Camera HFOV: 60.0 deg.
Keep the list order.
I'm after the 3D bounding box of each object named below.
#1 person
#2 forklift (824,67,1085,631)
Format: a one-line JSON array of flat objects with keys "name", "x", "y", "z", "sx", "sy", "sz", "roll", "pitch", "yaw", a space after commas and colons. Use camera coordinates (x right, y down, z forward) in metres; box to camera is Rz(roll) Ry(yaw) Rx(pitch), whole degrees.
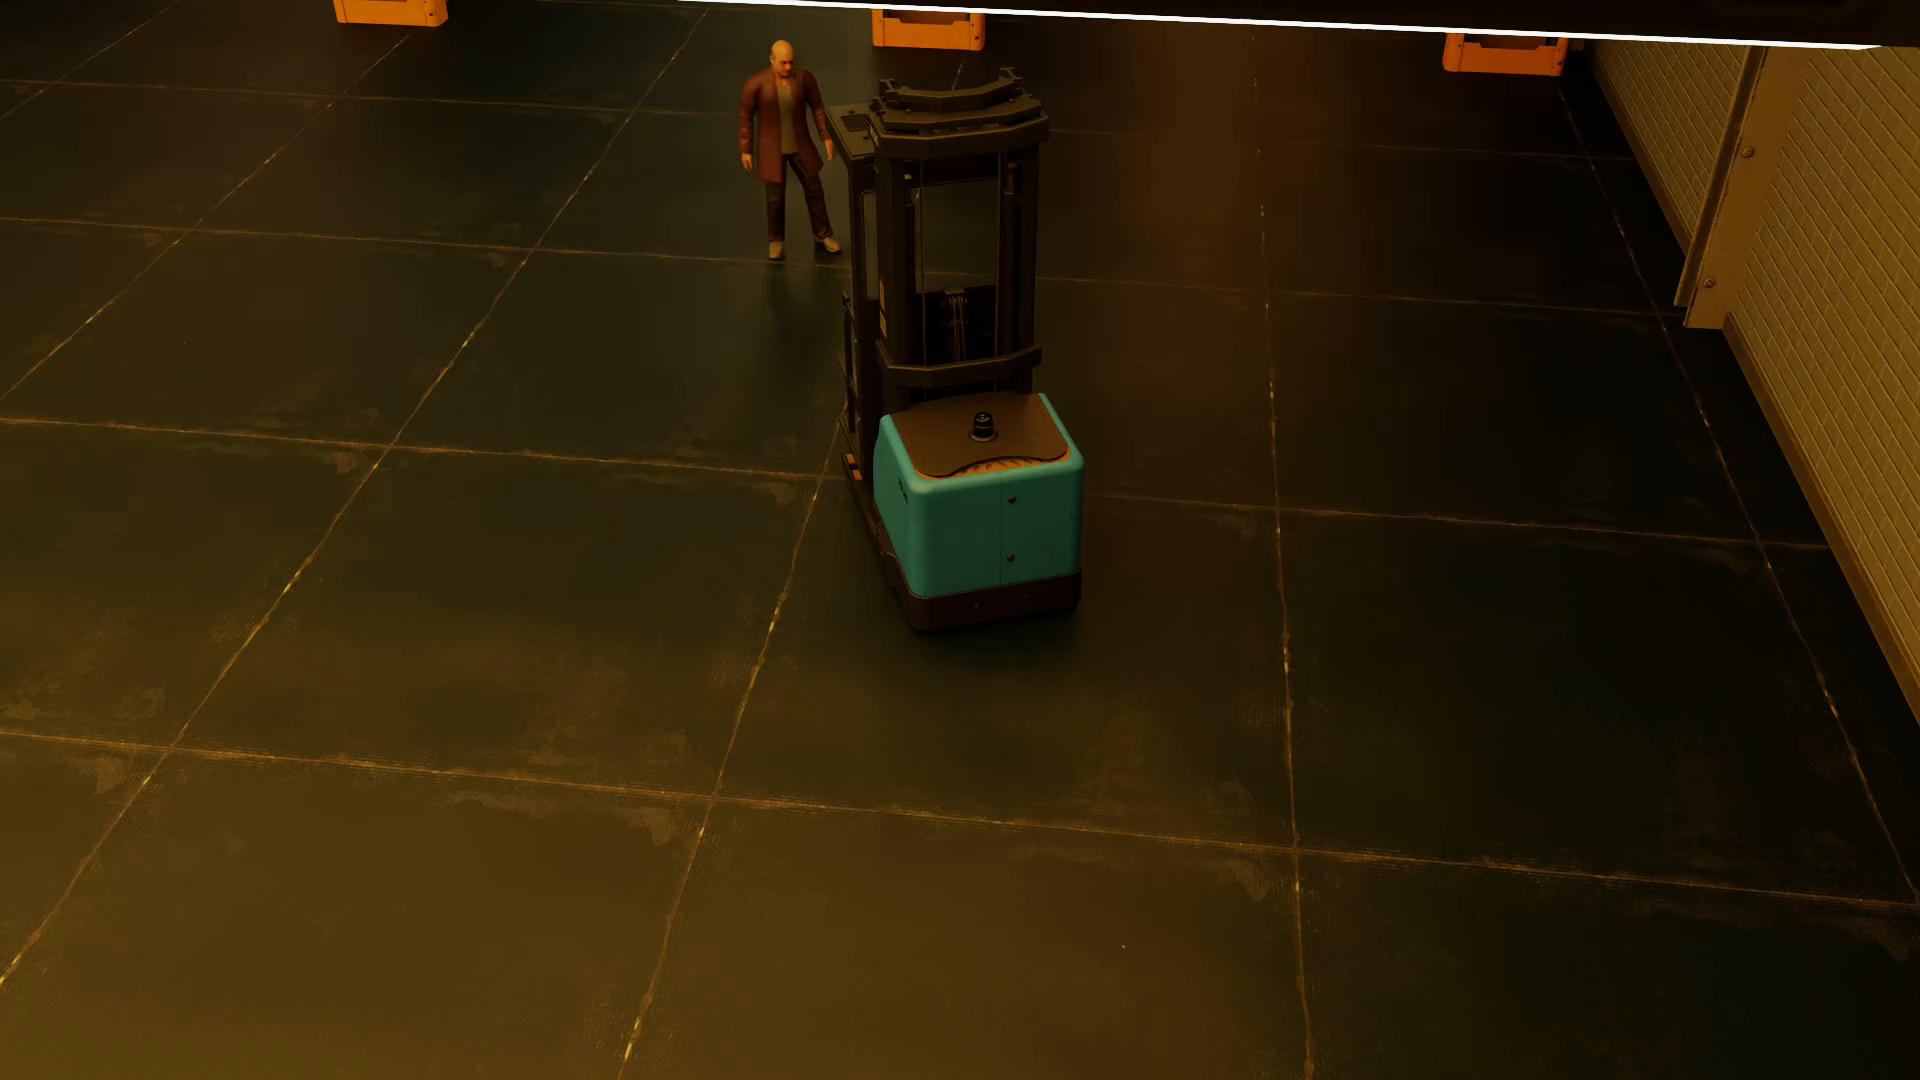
[{"name": "person", "x": -1.368, "y": -3.107, "z": 13.229, "sx": 0.775, "sy": 1.765, "sz": 0.435, "roll": -13, "pitch": 38, "yaw": -17}, {"name": "forklift", "x": -0.159, "y": -1.528, "z": 10.103, "sx": 1.130, "sy": 2.935, "sz": 3.031, "roll": -9, "pitch": 37, "yaw": -12}]
